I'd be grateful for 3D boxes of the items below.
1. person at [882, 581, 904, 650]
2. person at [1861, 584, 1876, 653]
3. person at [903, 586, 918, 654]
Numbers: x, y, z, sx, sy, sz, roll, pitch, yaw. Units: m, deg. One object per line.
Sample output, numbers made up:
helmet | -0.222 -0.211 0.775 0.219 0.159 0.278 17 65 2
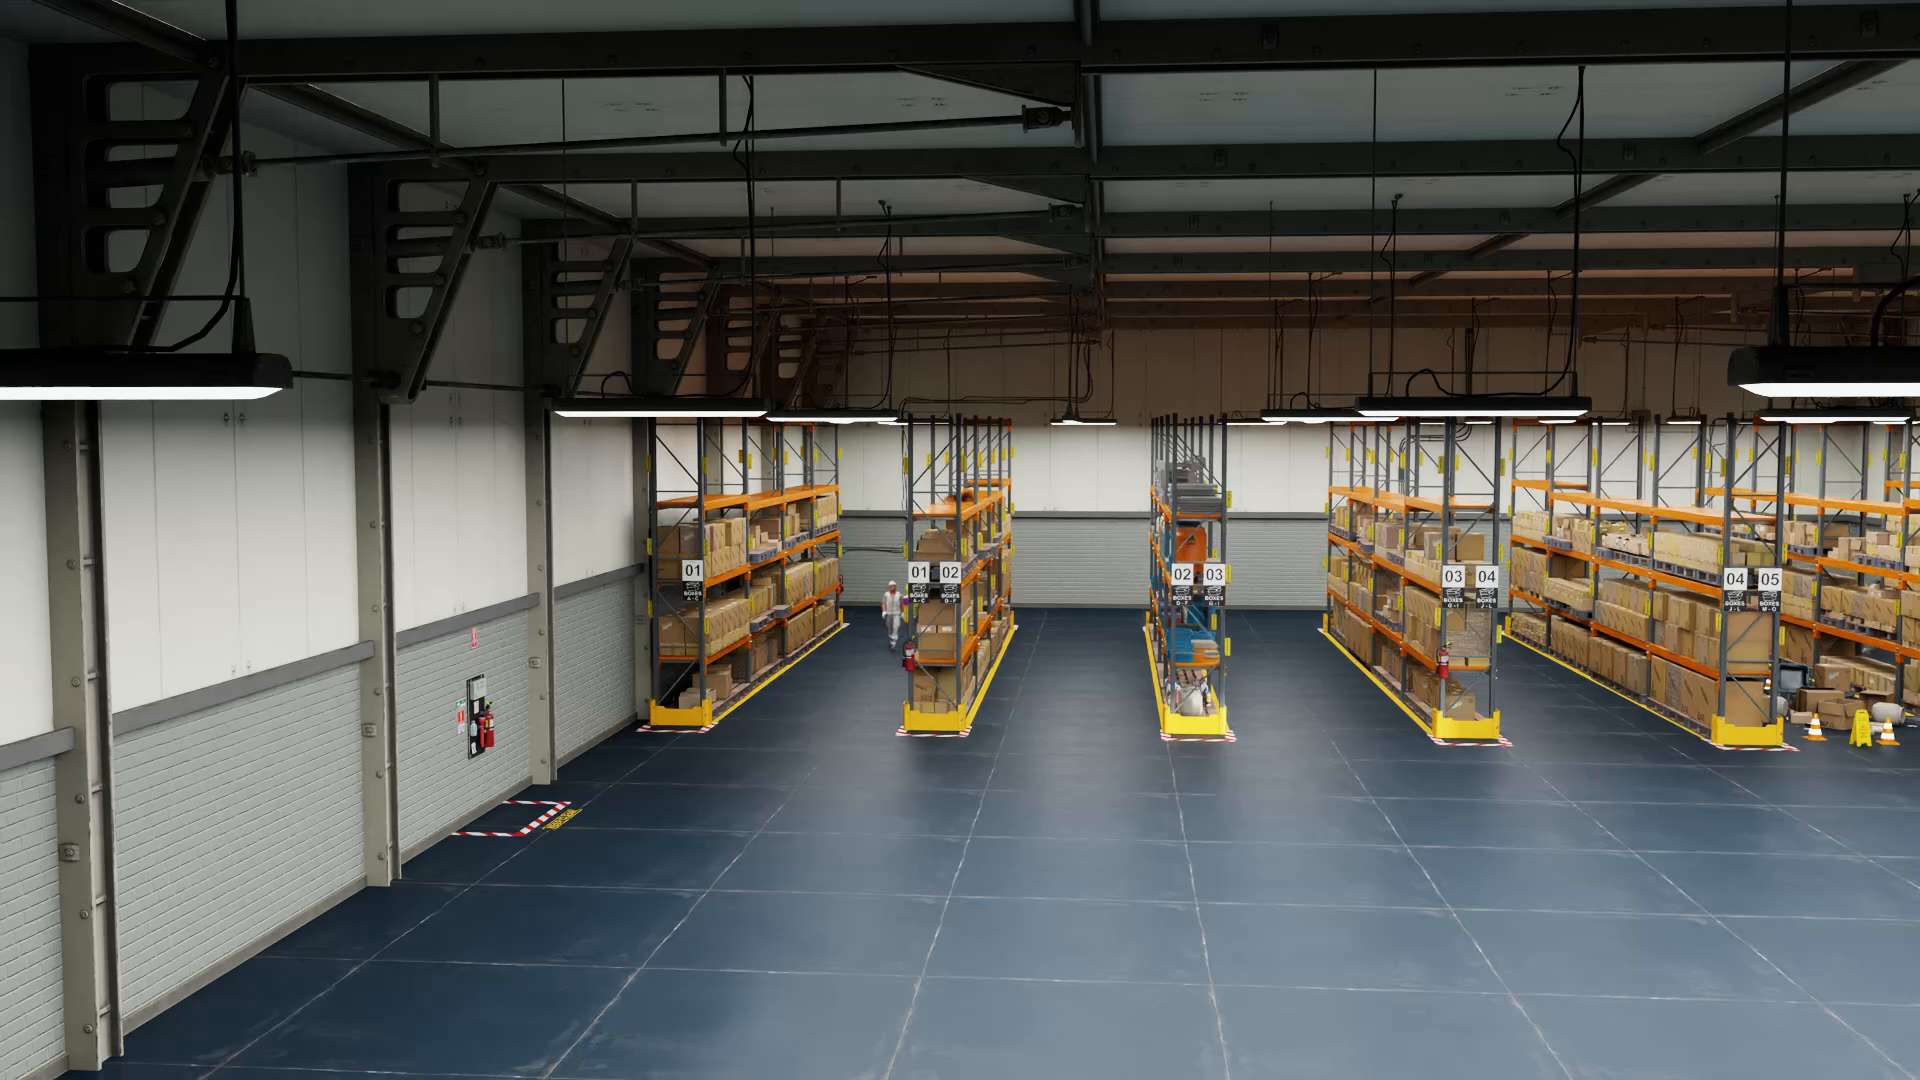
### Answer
person | -1.747 1.939 43.149 0.556 1.733 1.029 1 4 10
person | 23.097 2.010 42.223 0.507 1.797 0.622 2 4 27
person | -1.186 2.011 42.099 0.536 1.779 0.607 1 4 17
